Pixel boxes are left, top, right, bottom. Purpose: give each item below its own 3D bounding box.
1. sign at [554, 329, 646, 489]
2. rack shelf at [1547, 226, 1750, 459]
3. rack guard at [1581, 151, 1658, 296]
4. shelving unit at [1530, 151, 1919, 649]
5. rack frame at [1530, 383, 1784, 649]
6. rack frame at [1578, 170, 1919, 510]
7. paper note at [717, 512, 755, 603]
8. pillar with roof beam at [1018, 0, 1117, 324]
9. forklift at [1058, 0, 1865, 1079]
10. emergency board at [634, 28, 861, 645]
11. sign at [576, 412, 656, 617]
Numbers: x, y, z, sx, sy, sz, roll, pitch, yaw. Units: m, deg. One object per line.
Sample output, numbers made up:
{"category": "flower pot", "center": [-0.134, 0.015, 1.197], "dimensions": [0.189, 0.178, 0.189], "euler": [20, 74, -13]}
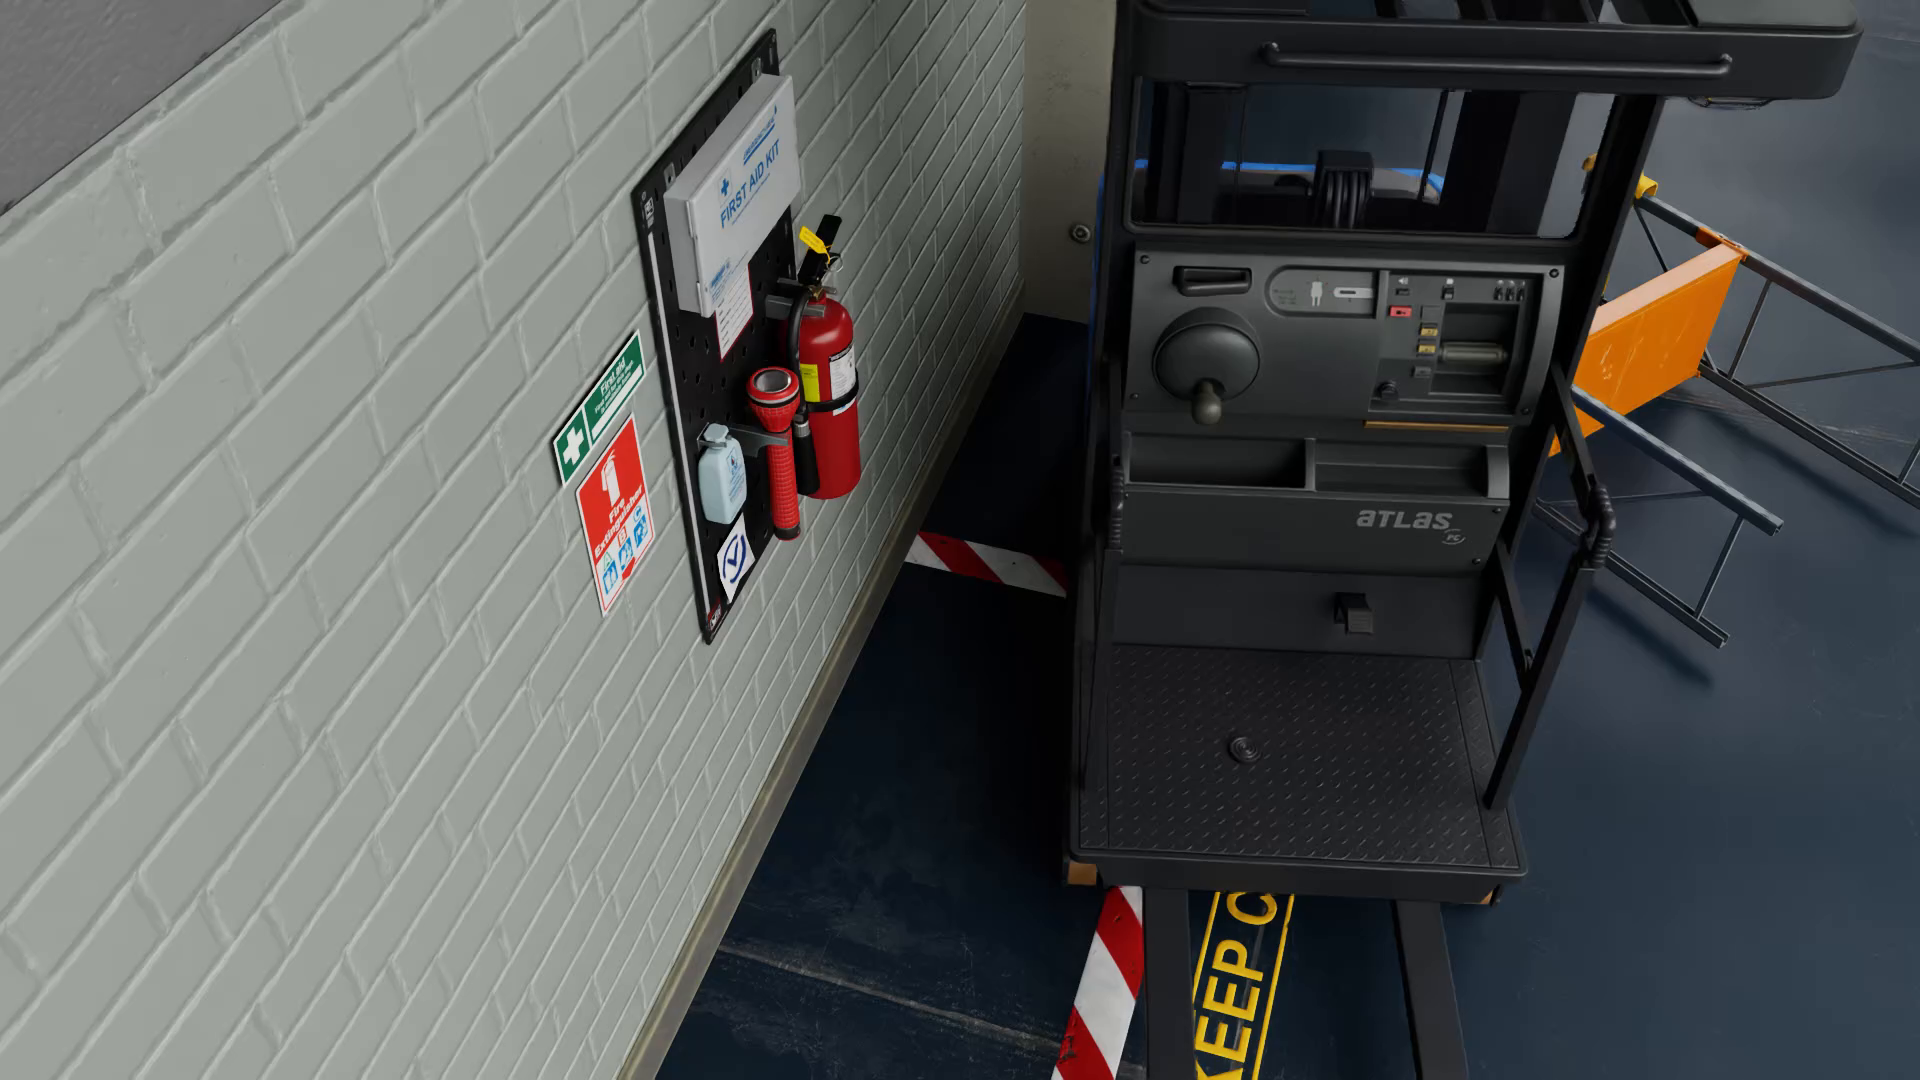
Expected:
{"category": "sign", "center": [-0.633, -0.236, 2.942], "dimensions": [0.001, 0.109, 0.331], "euler": [13, 46, 13]}
{"category": "rack shelf", "center": [2.105, -0.603, 5.427], "dimensions": [1.000, 0.538, 0.185], "euler": [-26, 50, -24]}
{"category": "rack guard", "center": [2.264, -1.061, 5.896], "dimensions": [0.087, 0.587, 0.250], "euler": [-26, 50, -24]}
{"category": "shelving unit", "center": [2.215, -0.503, 5.326], "dimensions": [1.083, 0.587, 1.500], "euler": [-26, 50, -24]}
{"category": "rack frame", "center": [1.792, -0.295, 5.114], "dimensions": [0.032, 0.500, 1.500], "euler": [-26, 50, -24]}
{"category": "rack frame", "center": [2.624, -0.704, 5.531], "dimensions": [0.032, 0.500, 1.500], "euler": [-26, 50, -24]}
{"category": "paper note", "center": [-0.496, 0.039, 3.695], "dimensions": [0.016, 0.148, 0.142], "euler": [13, 46, 13]}
{"category": "pillar with roof beam", "center": [4.511, -3.251, 2.138], "dimensions": [9.100, 9.000, 0.400], "euler": [13, 46, 13]}
{"category": "forklift", "center": [0.832, -0.353, 3.515], "dimensions": [1.130, 2.935, 3.031], "euler": [2, 44, 2]}
{"category": "emergency board", "center": [-0.377, -0.379, 3.493], "dimensions": [0.194, 1.169, 0.643], "euler": [13, 46, 13]}
{"category": "sign", "center": [-0.643, -0.045, 3.126], "dimensions": [0.001, 0.329, 0.234], "euler": [13, 46, 13]}
